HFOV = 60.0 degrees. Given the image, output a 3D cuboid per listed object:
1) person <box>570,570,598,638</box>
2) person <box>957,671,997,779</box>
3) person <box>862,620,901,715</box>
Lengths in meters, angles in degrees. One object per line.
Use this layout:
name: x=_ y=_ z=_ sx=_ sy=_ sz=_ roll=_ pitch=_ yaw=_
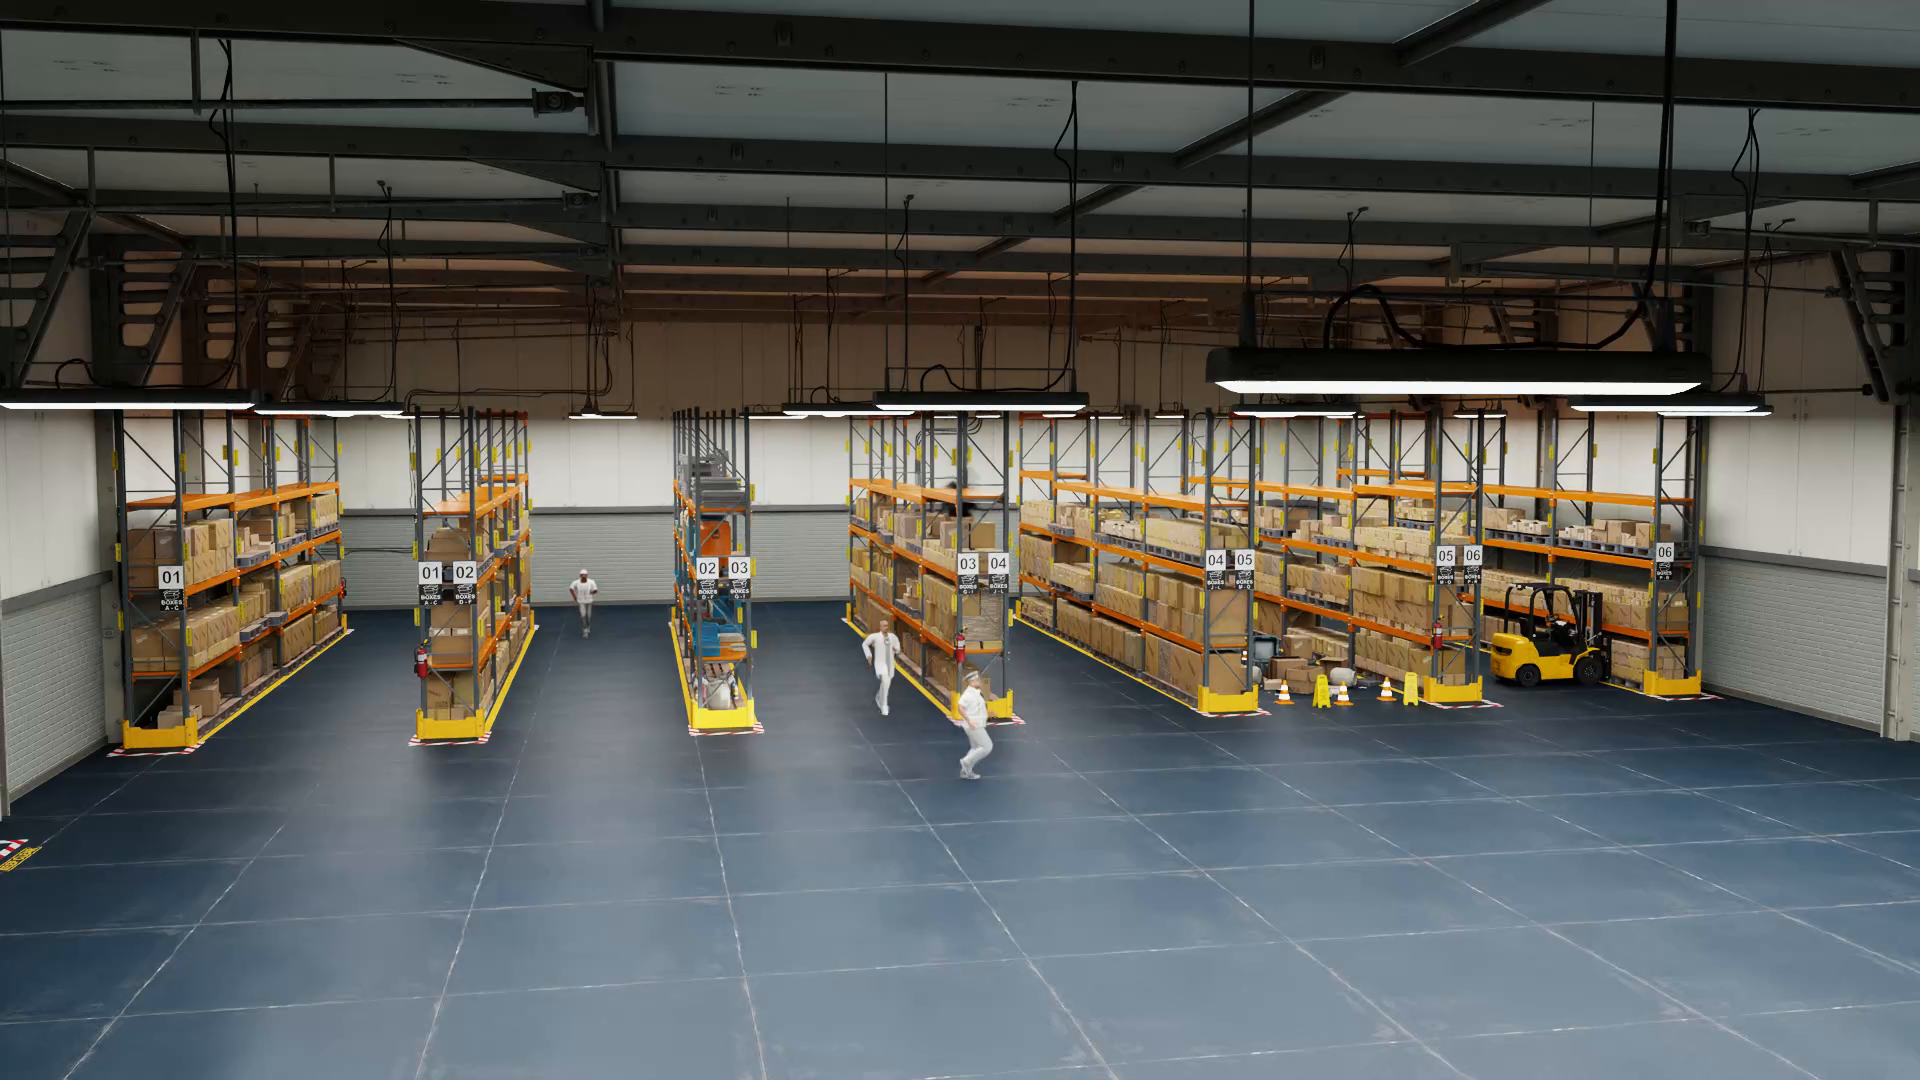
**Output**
person: x=-10.008 y=1.683 z=44.337 sx=0.689 sy=1.805 sz=0.798 roll=-2 pitch=4 yaw=-24
person: x=0.288 y=2.955 z=26.583 sx=0.602 sy=1.740 sz=0.651 roll=0 pitch=4 yaw=6
person: x=-1.497 y=2.500 z=32.729 sx=0.669 sy=1.850 sz=0.838 roll=-3 pitch=5 yaw=-32
